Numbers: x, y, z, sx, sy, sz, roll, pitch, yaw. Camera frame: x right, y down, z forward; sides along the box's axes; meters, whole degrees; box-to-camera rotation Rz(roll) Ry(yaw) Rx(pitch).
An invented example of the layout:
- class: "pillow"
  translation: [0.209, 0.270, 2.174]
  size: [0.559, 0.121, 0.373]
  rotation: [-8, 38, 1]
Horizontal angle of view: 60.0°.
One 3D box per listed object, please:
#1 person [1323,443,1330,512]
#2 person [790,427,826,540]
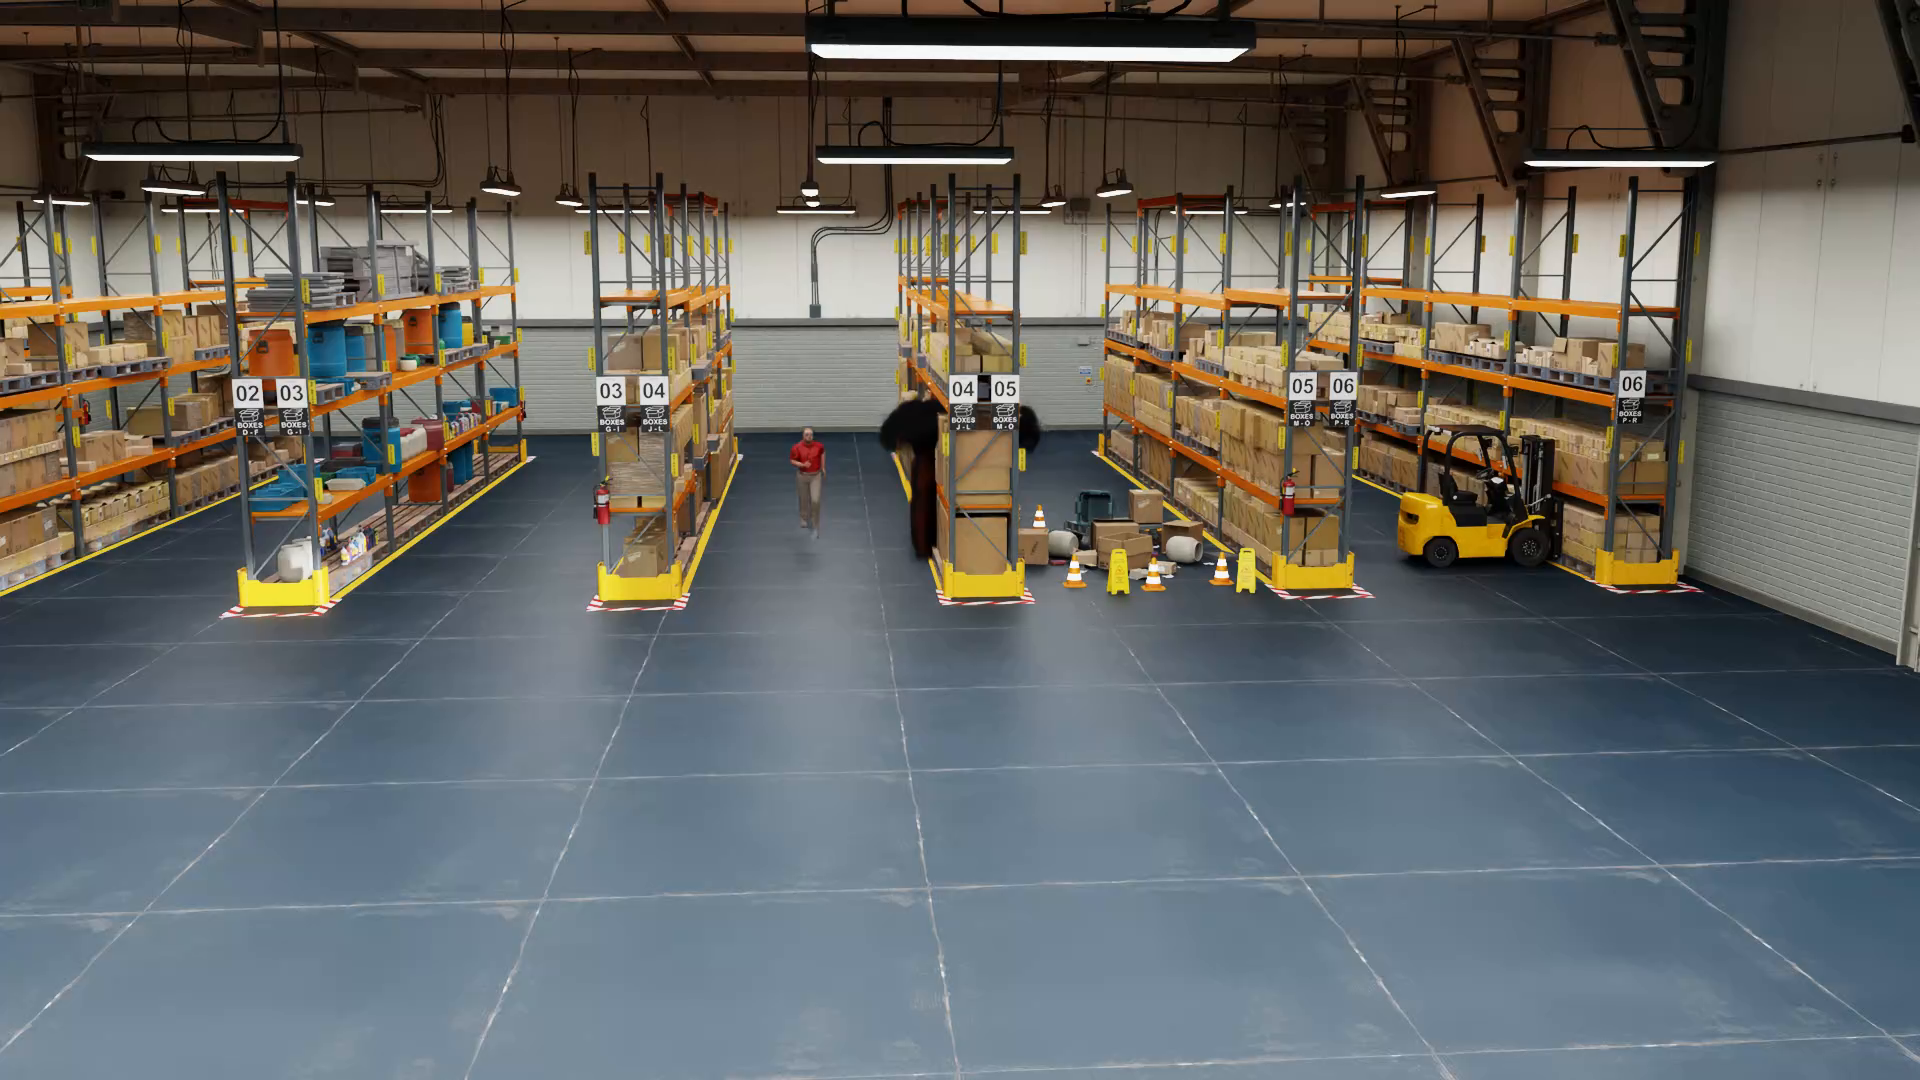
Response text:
- class: "person"
  translation: [6.461, -1.018, 29.850]
  size: [0.545, 1.572, 0.923]
  rotation: [-2, 10, -9]
- class: "person"
  translation: [-2.518, -0.947, 27.656]
  size: [0.618, 1.862, 0.827]
  rotation: [-2, 10, -10]
